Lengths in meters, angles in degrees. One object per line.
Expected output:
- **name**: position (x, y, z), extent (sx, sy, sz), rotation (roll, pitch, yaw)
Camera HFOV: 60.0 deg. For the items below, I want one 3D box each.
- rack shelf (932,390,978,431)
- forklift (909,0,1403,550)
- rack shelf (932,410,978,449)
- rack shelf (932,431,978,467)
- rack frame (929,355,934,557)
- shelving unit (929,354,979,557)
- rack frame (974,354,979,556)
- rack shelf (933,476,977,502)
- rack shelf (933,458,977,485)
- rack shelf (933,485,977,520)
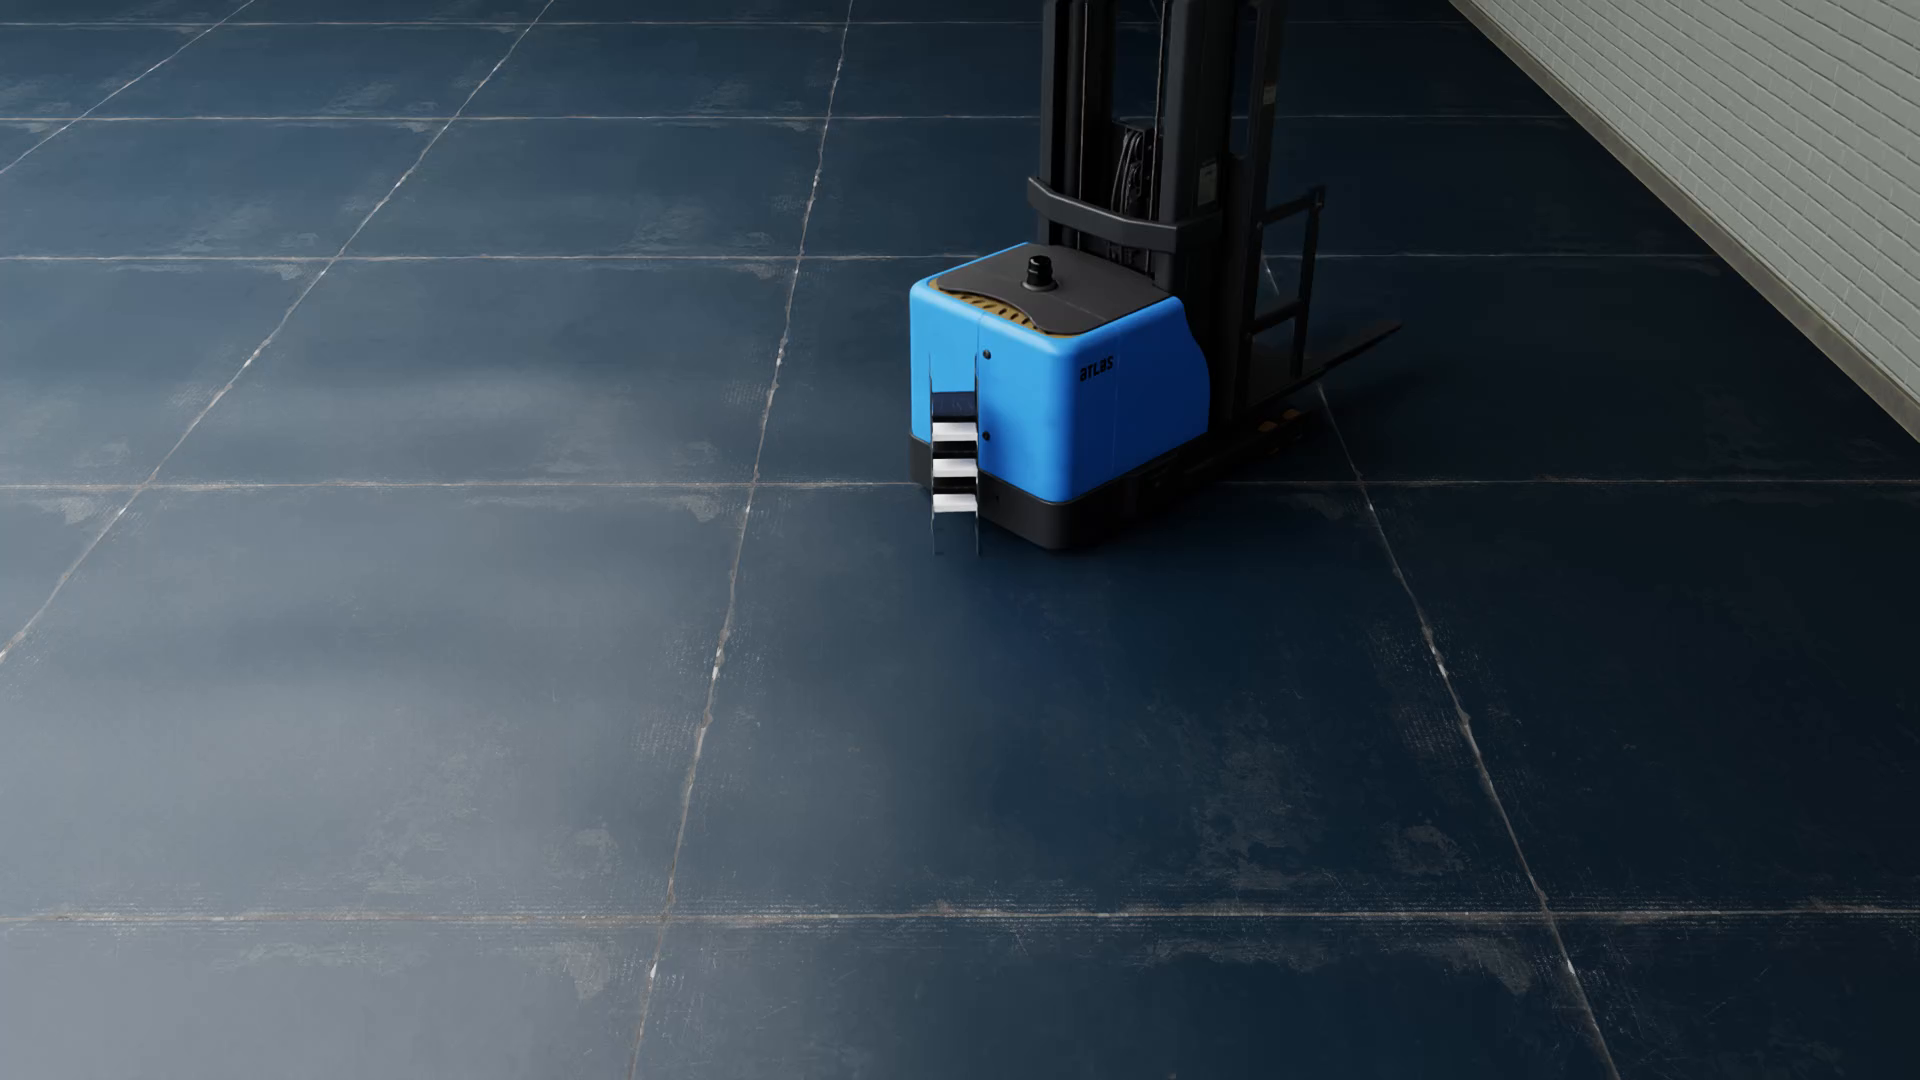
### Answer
- **rack shelf**: position (-0.028, -0.576, 7.375), extent (0.200, 0.077, 0.258), rotation (-1, 31, -2)
- **forklift**: position (1.165, -1.863, 7.996), extent (3.031, 2.935, 1.130), rotation (-26, 40, -36)
- **rack shelf**: position (-0.028, -0.499, 7.422), extent (0.200, 0.077, 0.258), rotation (-1, 31, -2)
- **rack shelf**: position (-0.027, -0.422, 7.468), extent (0.200, 0.077, 0.258), rotation (-1, 31, -2)
- **rack frame**: position (-0.129, -0.371, 7.494), extent (0.006, 0.900, 0.240), rotation (-1, 31, -2)
- **shelving unit**: position (-0.027, -0.373, 7.498), extent (0.210, 0.900, 0.258), rotation (-1, 31, -2)
- **rack frame**: position (0.074, -0.376, 7.501), extent (0.006, 0.900, 0.240), rotation (-1, 31, -2)
- **rack shelf**: position (-0.027, -0.268, 7.562), extent (0.200, 0.077, 0.258), rotation (-1, 31, -2)
- **rack shelf**: position (-0.027, -0.345, 7.515), extent (0.200, 0.077, 0.258), rotation (-1, 31, -2)
- **rack shelf**: position (-0.027, -0.191, 7.608), extent (0.200, 0.077, 0.258), rotation (-1, 31, -2)
